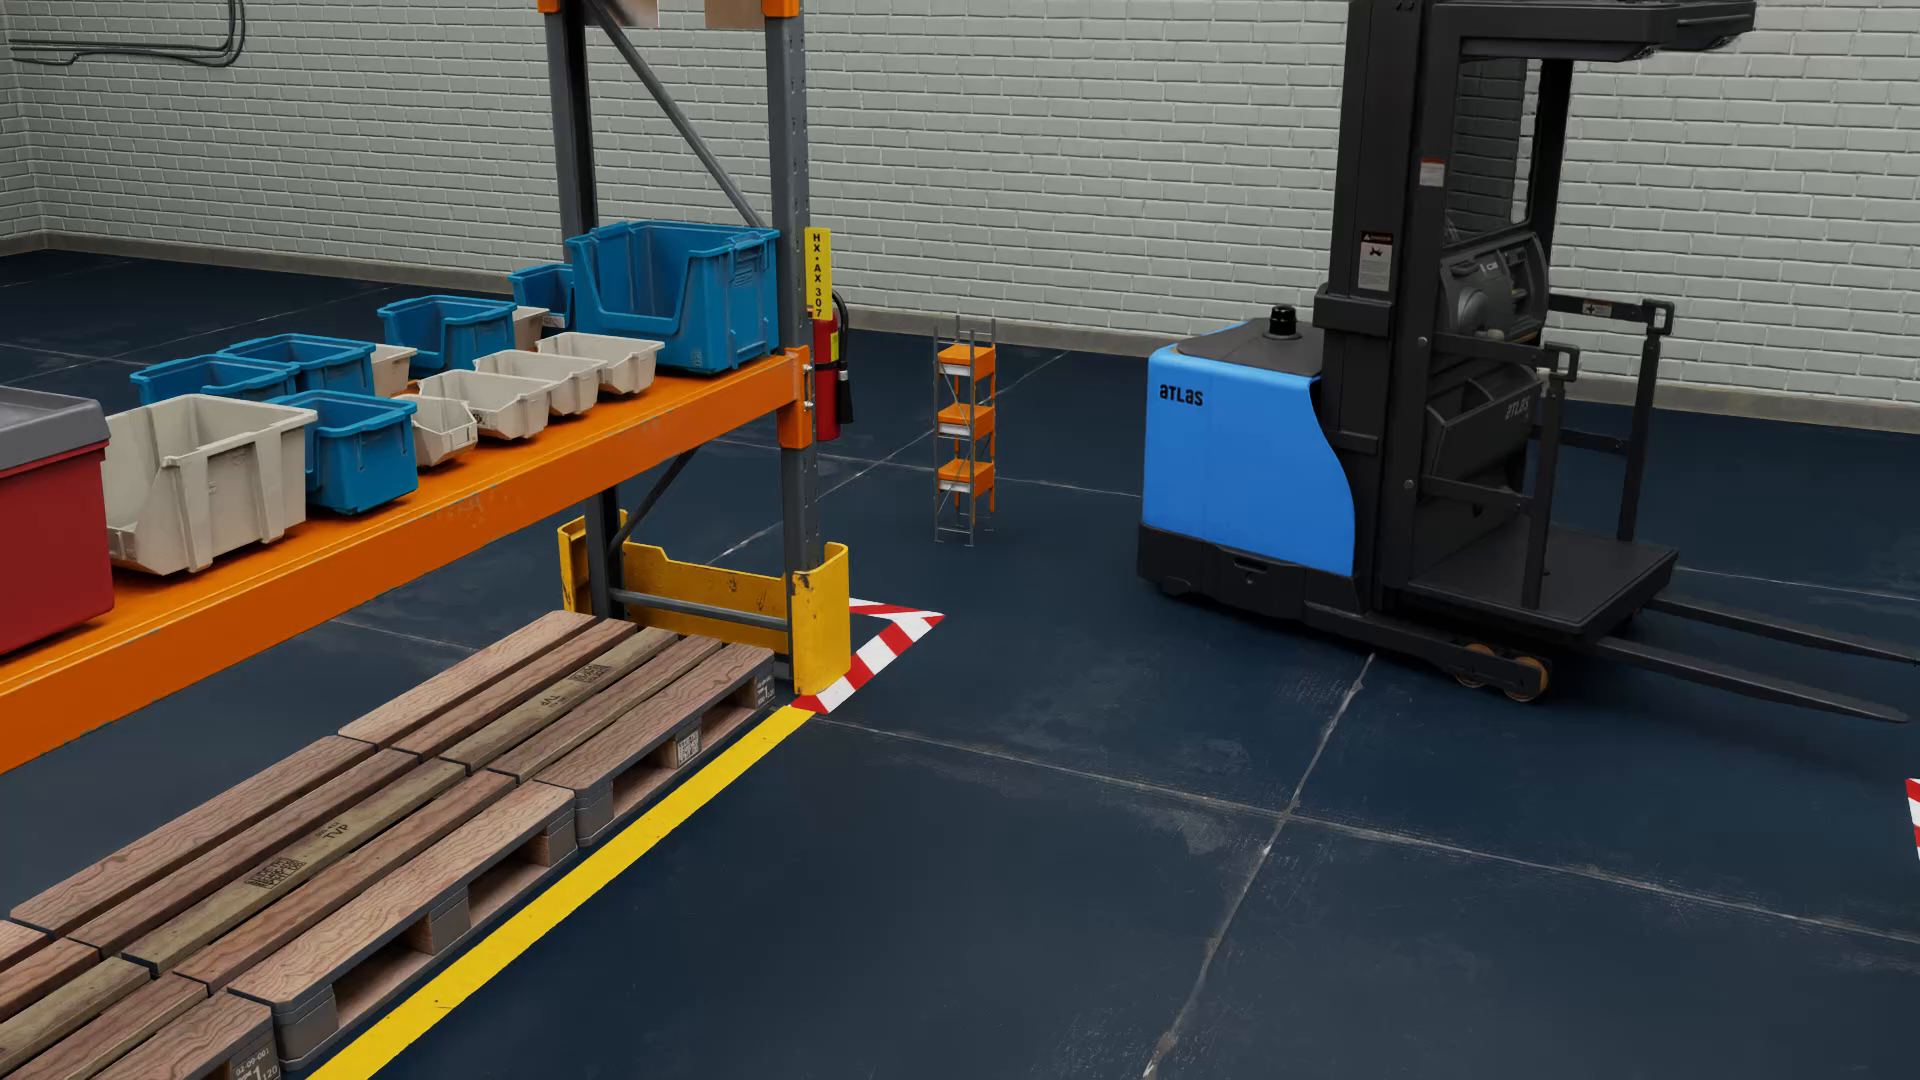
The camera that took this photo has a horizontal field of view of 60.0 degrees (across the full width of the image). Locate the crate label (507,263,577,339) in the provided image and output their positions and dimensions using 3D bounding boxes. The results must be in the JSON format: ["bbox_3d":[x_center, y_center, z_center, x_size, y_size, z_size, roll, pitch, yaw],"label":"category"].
[{"bbox_3d":[-1.412,-0.857,6.063,0.416,0.233,0.303,9,21,23],"label":"crate label"}]

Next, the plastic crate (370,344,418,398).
[{"bbox_3d":[-1.897,-0.518,5.252,0.250,0.136,0.298,9,21,23],"label":"plastic crate"}]

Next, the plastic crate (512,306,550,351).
[{"bbox_3d":[-1.619,-0.725,5.835,0.250,0.136,0.298,9,21,23],"label":"plastic crate"}]

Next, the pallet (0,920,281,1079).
[{"bbox_3d":[-2.383,1.368,3.806,1.003,0.211,1.213,9,21,23],"label":"pallet"}]

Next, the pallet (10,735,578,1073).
[{"bbox_3d":[-1.885,0.994,4.859,1.003,0.211,1.213,9,21,23],"label":"pallet"}]

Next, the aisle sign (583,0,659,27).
[{"bbox_3d":[-1.252,-2.226,5.871,0.394,0.787,0.004,9,21,23],"label":"aisle sign"}]

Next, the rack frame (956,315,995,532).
[{"bbox_3d":[0.072,-0.548,7.944,0.200,1.050,0.008,9,21,23],"label":"rack frame"}]

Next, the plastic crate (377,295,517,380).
[{"bbox_3d":[-1.682,-0.656,5.497,0.416,0.233,0.300,9,21,23],"label":"plastic crate"}]

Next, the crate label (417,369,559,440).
[{"bbox_3d":[-1.403,-0.393,4.901,0.396,0.136,0.243,9,21,23],"label":"crate label"}]

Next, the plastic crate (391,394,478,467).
[{"bbox_3d":[-1.507,-0.300,4.640,0.298,0.136,0.250,9,21,23],"label":"plastic crate"}]

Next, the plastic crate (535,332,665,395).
[{"bbox_3d":[-1.180,-0.568,5.394,0.396,0.136,0.243,9,21,23],"label":"plastic crate"}]

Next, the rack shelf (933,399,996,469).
[{"bbox_3d":[0.022,-0.501,7.842,0.215,0.259,0.240,9,21,23],"label":"rack shelf"}]

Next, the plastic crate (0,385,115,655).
[{"bbox_3d":[-2.054,-0.012,3.342,0.402,0.464,0.583,9,21,23],"label":"plastic crate"}]

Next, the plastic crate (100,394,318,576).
[{"bbox_3d":[-1.855,-0.129,3.943,0.437,0.282,0.530,9,21,23],"label":"plastic crate"}]

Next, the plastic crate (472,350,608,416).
[{"bbox_3d":[-1.311,-0.481,5.150,0.396,0.136,0.243,9,21,23],"label":"plastic crate"}]

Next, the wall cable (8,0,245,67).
[{"bbox_3d":[-7.407,-5.341,14.192,3.097,2.526,0.112,9,21,23],"label":"wall cable"}]

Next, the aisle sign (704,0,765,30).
[{"bbox_3d":[-0.714,-2.145,5.644,0.394,0.787,0.004,9,21,23],"label":"aisle sign"}]

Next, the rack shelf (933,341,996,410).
[{"bbox_3d":[0.022,-0.768,7.747,0.215,0.259,0.240,9,21,23],"label":"rack shelf"}]

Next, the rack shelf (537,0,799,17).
[{"bbox_3d":[-1.830,-1.401,4.029,1.077,0.370,4.000,9,21,23],"label":"rack shelf"}]

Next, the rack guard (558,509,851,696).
[{"bbox_3d":[-1.013,0.230,6.575,1.175,0.500,0.348,9,21,23],"label":"rack guard"}]

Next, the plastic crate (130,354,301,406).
[{"bbox_3d":[-2.074,-0.363,4.673,0.416,0.233,0.300,9,21,23],"label":"plastic crate"}]

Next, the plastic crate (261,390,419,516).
[{"bbox_3d":[-1.618,-0.225,4.284,0.416,0.233,0.300,9,21,23],"label":"plastic crate"}]

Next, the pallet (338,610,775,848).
[{"bbox_3d":[-1.384,0.622,5.904,1.003,0.211,1.213,9,21,23],"label":"pallet"}]

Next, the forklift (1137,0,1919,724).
[{"bbox_3d":[2.233,-0.972,6.327,3.031,2.935,1.130,16,25,37],"label":"forklift"}]

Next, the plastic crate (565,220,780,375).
[{"bbox_3d":[-0.978,-0.855,5.754,0.616,0.435,0.499,9,21,23],"label":"plastic crate"}]

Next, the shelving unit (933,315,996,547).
[{"bbox_3d":[0.022,-0.511,7.839,0.215,1.050,0.252,9,21,23],"label":"shelving unit"}]

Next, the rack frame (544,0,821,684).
[{"bbox_3d":[-1.011,-0.938,6.130,1.000,3.000,0.127,9,21,23],"label":"rack frame"}]

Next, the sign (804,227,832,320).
[{"bbox_3d":[-0.502,-0.945,5.905,0.100,0.325,0.005,9,21,23],"label":"sign"}]

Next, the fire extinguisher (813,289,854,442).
[{"bbox_3d":[-0.534,-0.710,6.160,0.296,0.674,0.183,9,21,23],"label":"fire extinguisher"}]

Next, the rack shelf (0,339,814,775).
[{"bbox_3d":[-1.830,0.012,4.532,1.077,0.370,4.000,9,21,23],"label":"rack shelf"}]

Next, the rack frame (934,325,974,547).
[{"bbox_3d":[-0.028,-0.474,7.734,0.200,1.050,0.008,9,21,23],"label":"rack frame"}]

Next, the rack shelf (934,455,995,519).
[{"bbox_3d":[0.022,-0.239,7.936,0.215,0.259,0.240,9,21,23],"label":"rack shelf"}]

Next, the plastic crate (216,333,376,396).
[{"bbox_3d":[-1.951,-0.455,4.931,0.416,0.233,0.300,9,21,23],"label":"plastic crate"}]
